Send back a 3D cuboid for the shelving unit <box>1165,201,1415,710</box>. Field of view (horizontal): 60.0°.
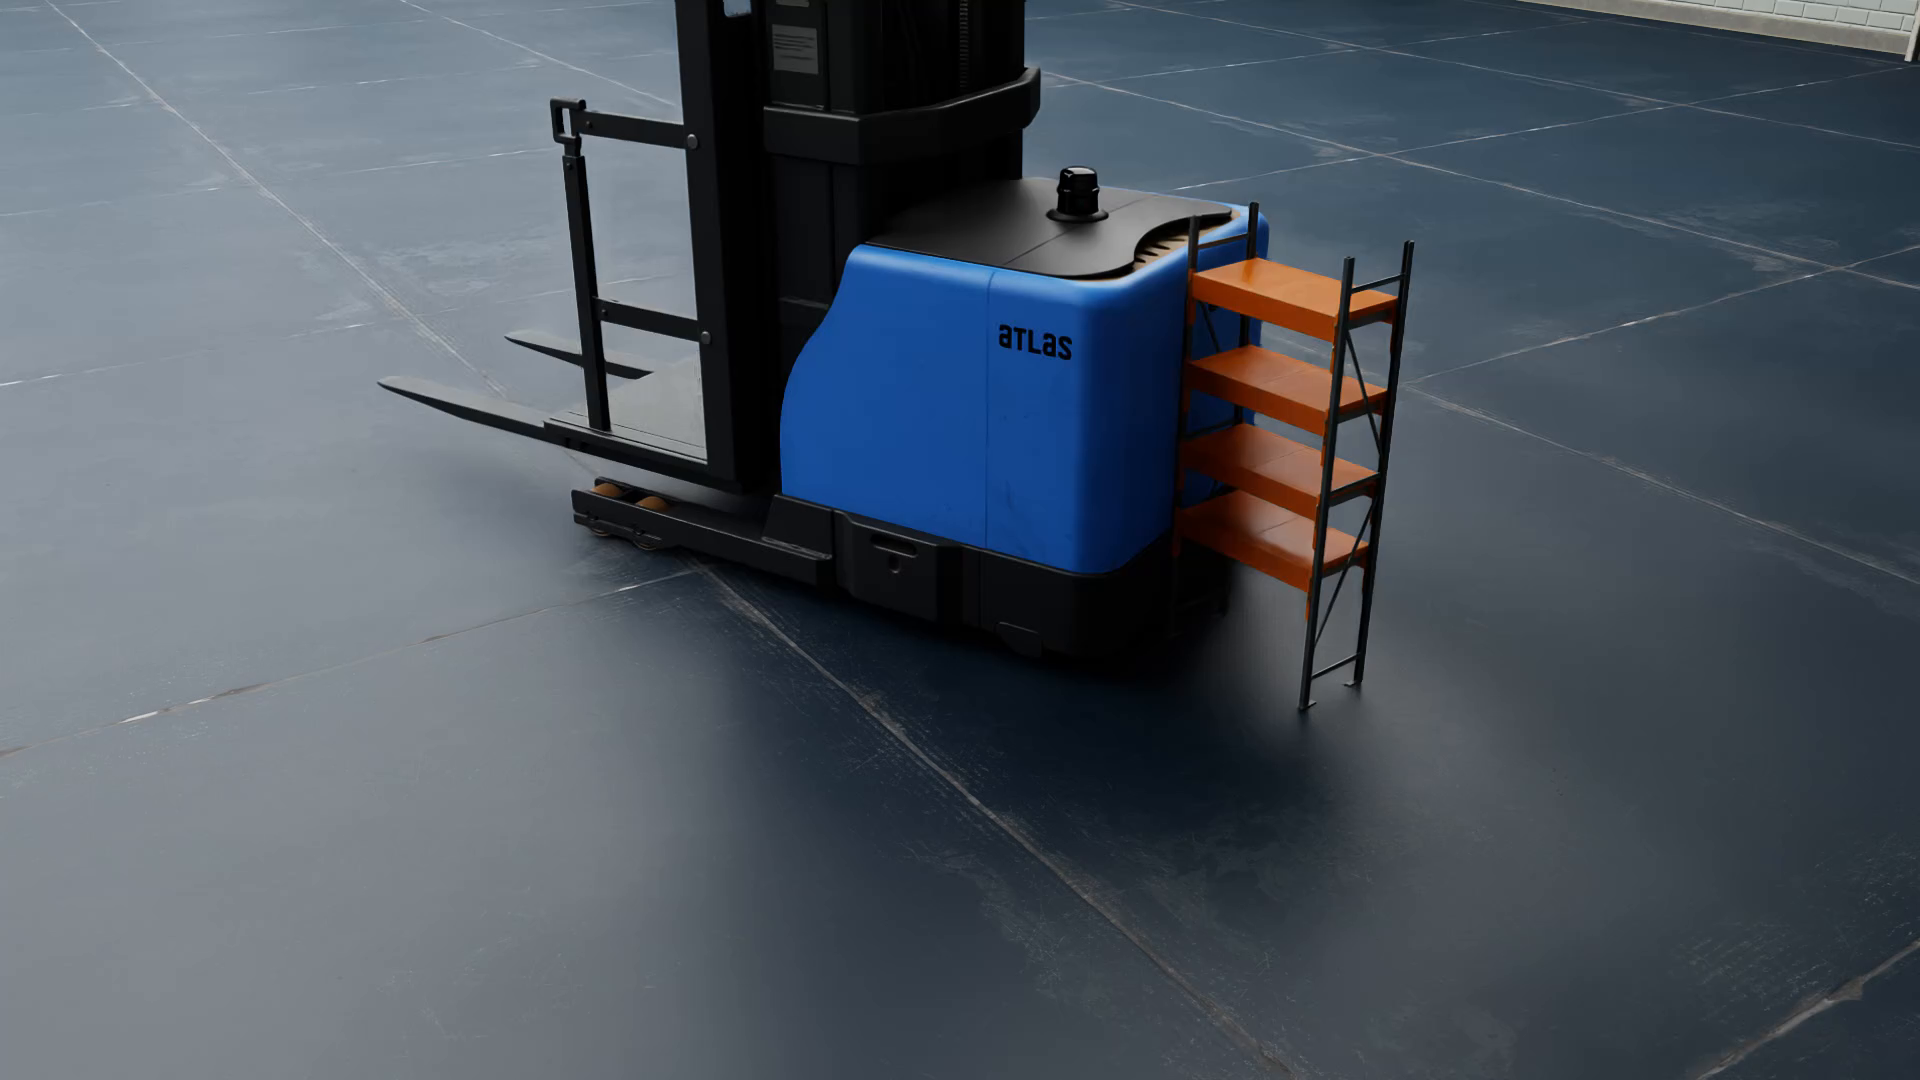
[{"bbox_3d":[0.826,-0.216,4.301,0.258,1.200,0.503,-19,31,-35],"label":"shelving unit"}]

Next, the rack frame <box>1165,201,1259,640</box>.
[{"bbox_3d":[0.673,-0.297,4.473,0.240,1.200,0.015,-19,31,-35],"label":"rack frame"}]

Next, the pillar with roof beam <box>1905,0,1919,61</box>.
[{"bbox_3d":[4.293,-6.924,9.377,9.100,9.000,0.400,-16,29,-30],"label":"pillar with roof beam"}]

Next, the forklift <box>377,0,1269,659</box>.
[{"bbox_3d":[-0.624,-1.465,4.919,3.031,2.935,1.130,15,29,29],"label":"forklift"}]

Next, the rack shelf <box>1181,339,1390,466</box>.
[{"bbox_3d":[0.826,-0.357,4.235,0.258,0.148,0.480,-19,31,-35],"label":"rack shelf"}]

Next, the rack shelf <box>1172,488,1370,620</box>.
[{"bbox_3d":[0.826,0.025,4.415,0.258,0.148,0.480,-19,31,-35],"label":"rack shelf"}]

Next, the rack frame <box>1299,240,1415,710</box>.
[{"bbox_3d":[0.978,-0.135,4.130,0.240,1.200,0.015,-19,31,-35],"label":"rack frame"}]

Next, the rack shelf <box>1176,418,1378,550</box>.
[{"bbox_3d":[0.826,-0.155,4.330,0.258,0.148,0.480,-19,31,-35],"label":"rack shelf"}]

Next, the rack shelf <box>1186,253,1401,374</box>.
[{"bbox_3d":[0.826,-0.571,4.134,0.258,0.148,0.480,-19,31,-35],"label":"rack shelf"}]
